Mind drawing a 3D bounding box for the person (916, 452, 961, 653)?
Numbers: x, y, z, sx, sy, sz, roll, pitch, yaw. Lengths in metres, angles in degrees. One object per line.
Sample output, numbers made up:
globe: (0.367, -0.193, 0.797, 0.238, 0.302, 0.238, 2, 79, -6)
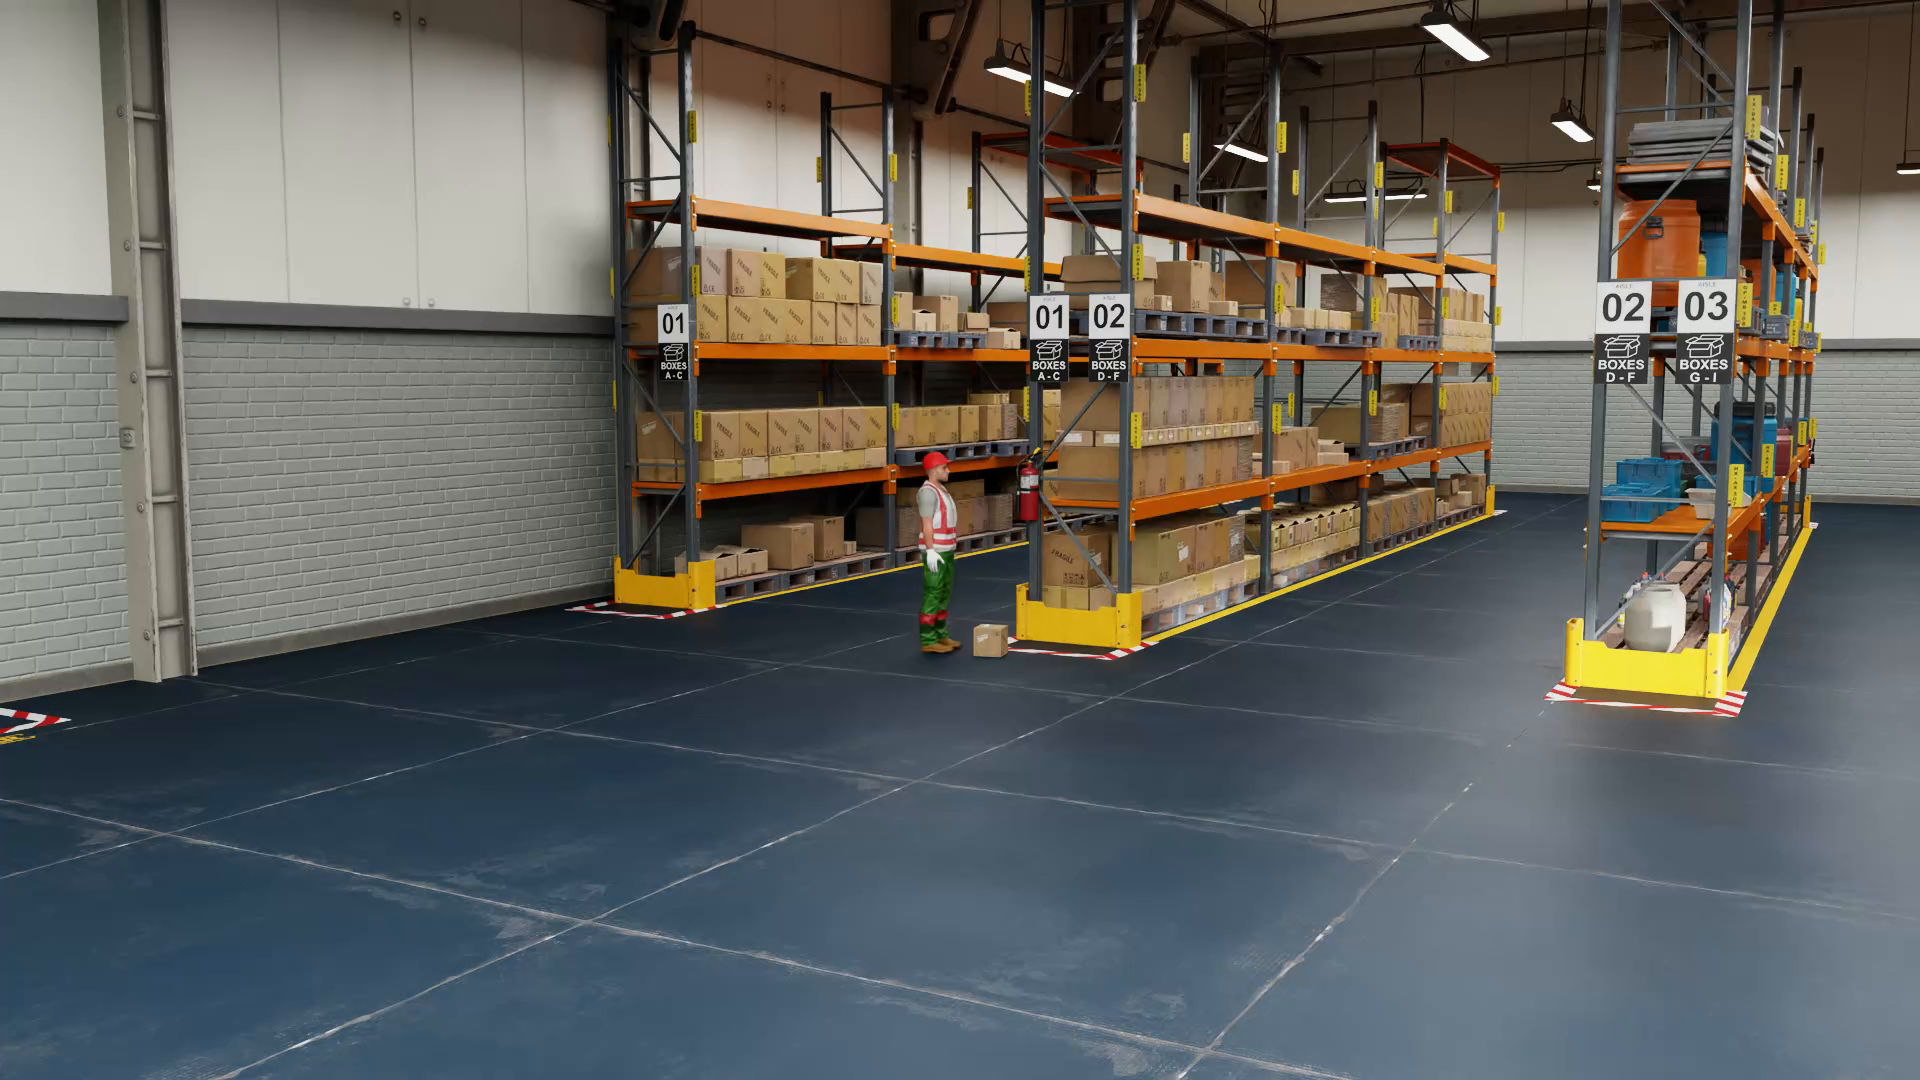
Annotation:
person: (-0.189, 0.105, 14.907, 0.350, 1.792, 0.534, 2, 6, 17)
